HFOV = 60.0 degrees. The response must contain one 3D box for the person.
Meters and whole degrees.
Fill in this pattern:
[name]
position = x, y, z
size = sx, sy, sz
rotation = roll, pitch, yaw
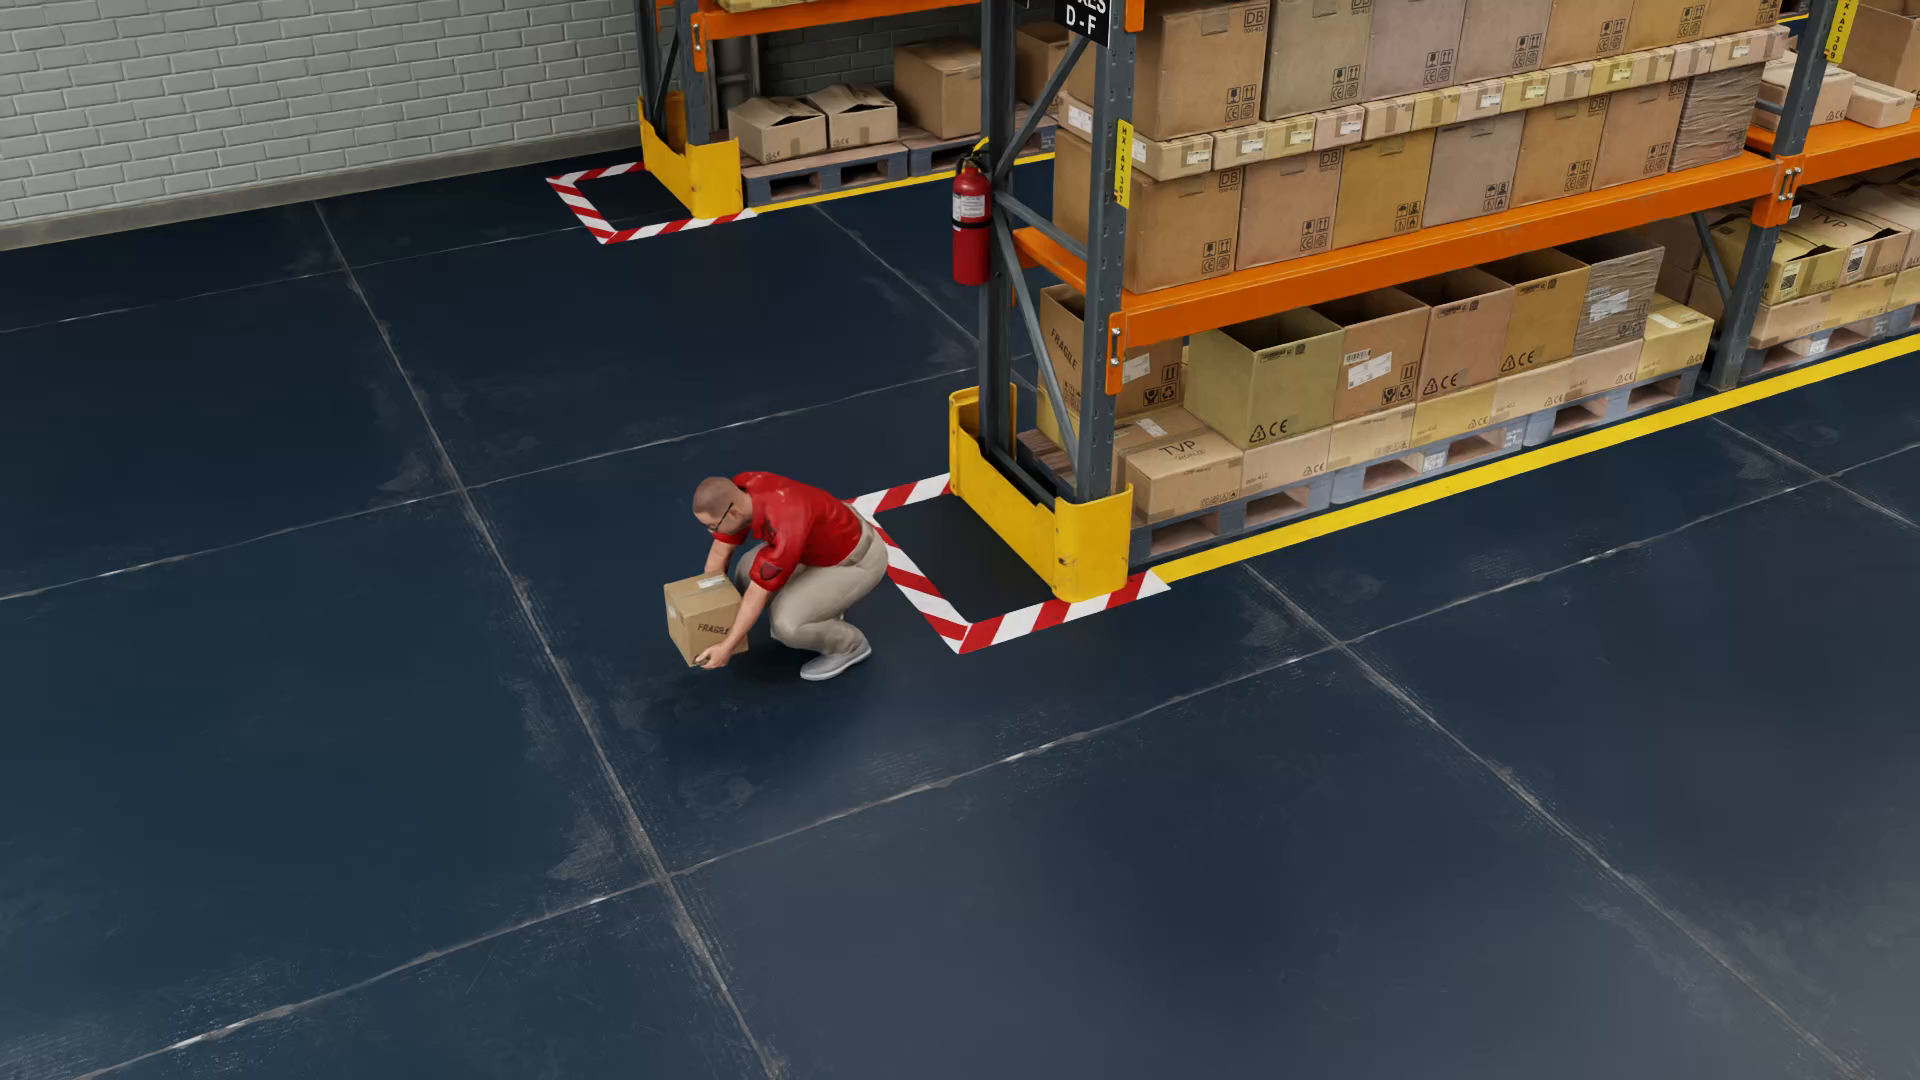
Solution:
[person]
position = -0.719, 0.089, 6.714
size = 0.885, 0.988, 0.540
rotation = -17, 36, -24
